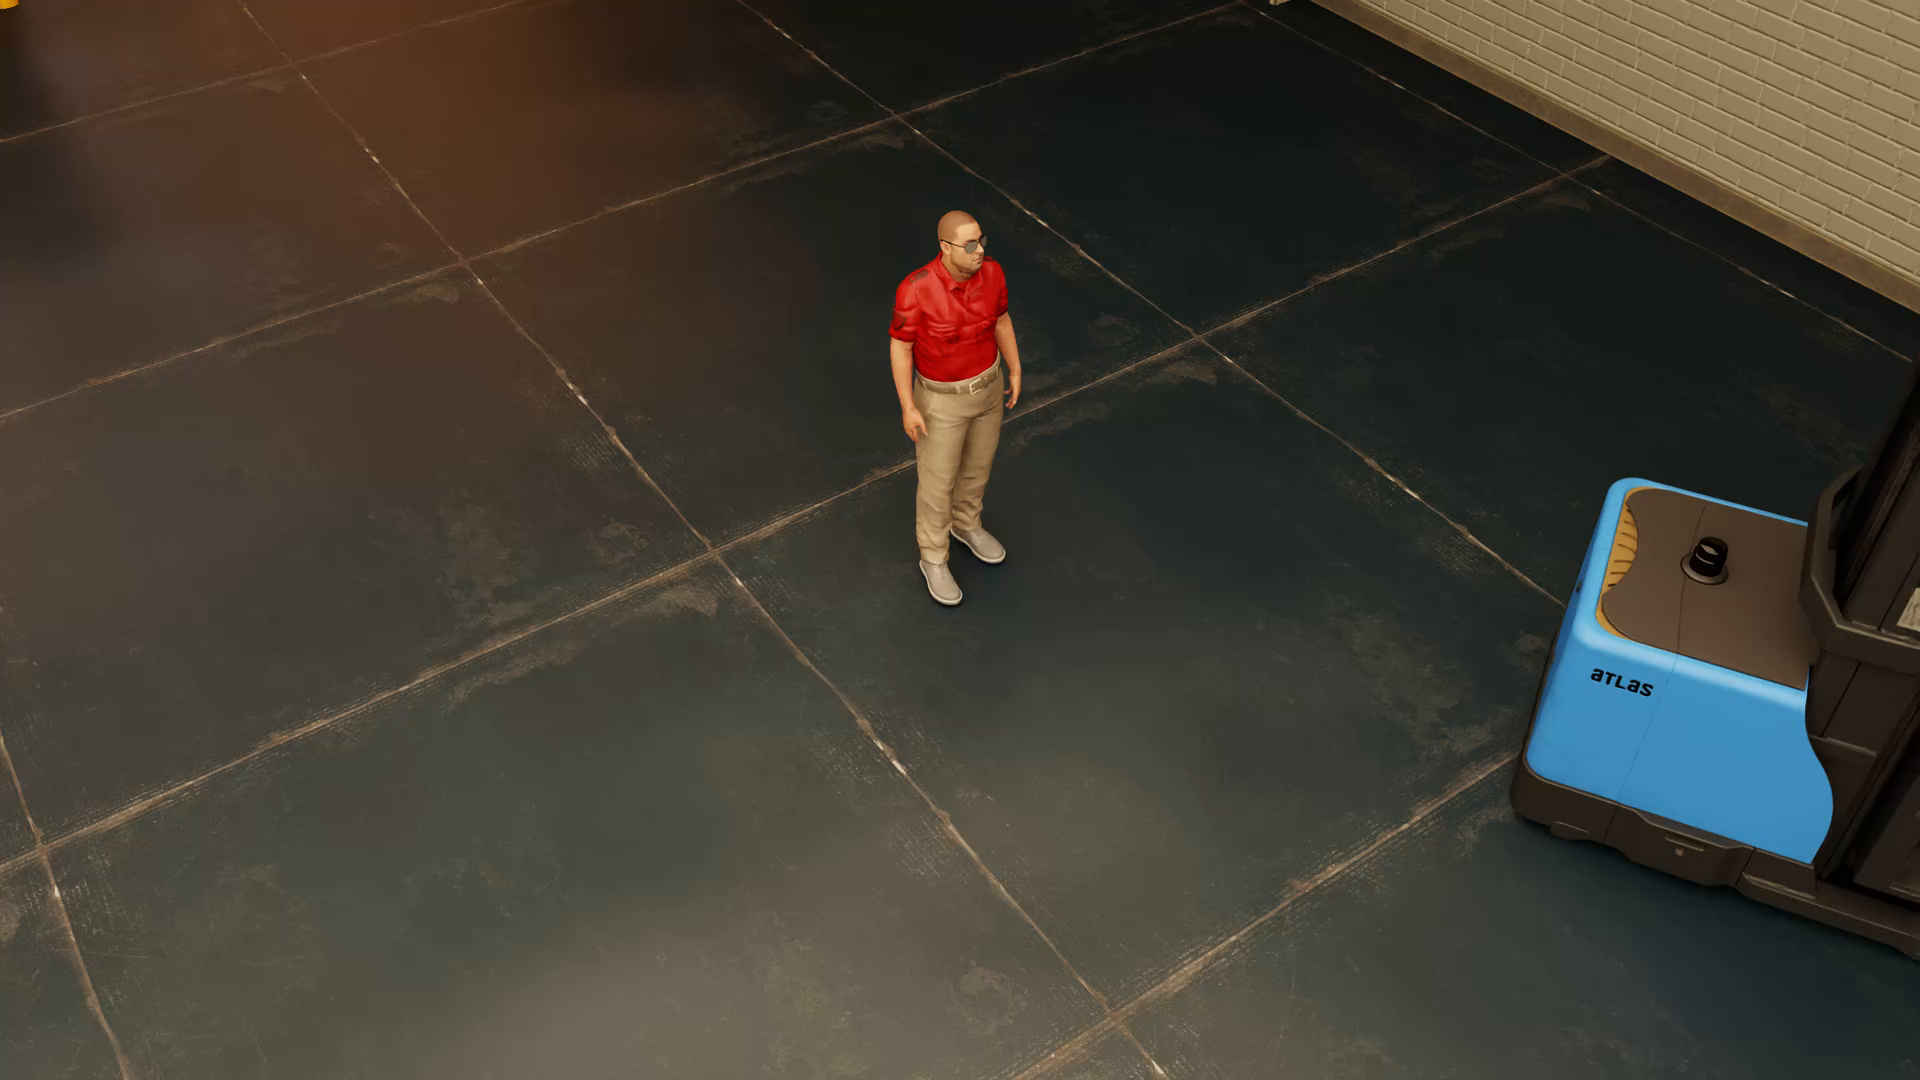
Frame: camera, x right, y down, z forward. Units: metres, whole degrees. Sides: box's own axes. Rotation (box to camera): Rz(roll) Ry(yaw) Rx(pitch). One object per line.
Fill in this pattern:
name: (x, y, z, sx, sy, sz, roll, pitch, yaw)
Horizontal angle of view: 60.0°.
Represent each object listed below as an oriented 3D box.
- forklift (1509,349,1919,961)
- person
forklift: (3.756, 0.161, 5.541, 3.031, 2.935, 1.130, 17, 45, 18)
person: (0.042, -0.587, 7.228, 0.642, 1.727, 0.550, -25, 48, -25)
